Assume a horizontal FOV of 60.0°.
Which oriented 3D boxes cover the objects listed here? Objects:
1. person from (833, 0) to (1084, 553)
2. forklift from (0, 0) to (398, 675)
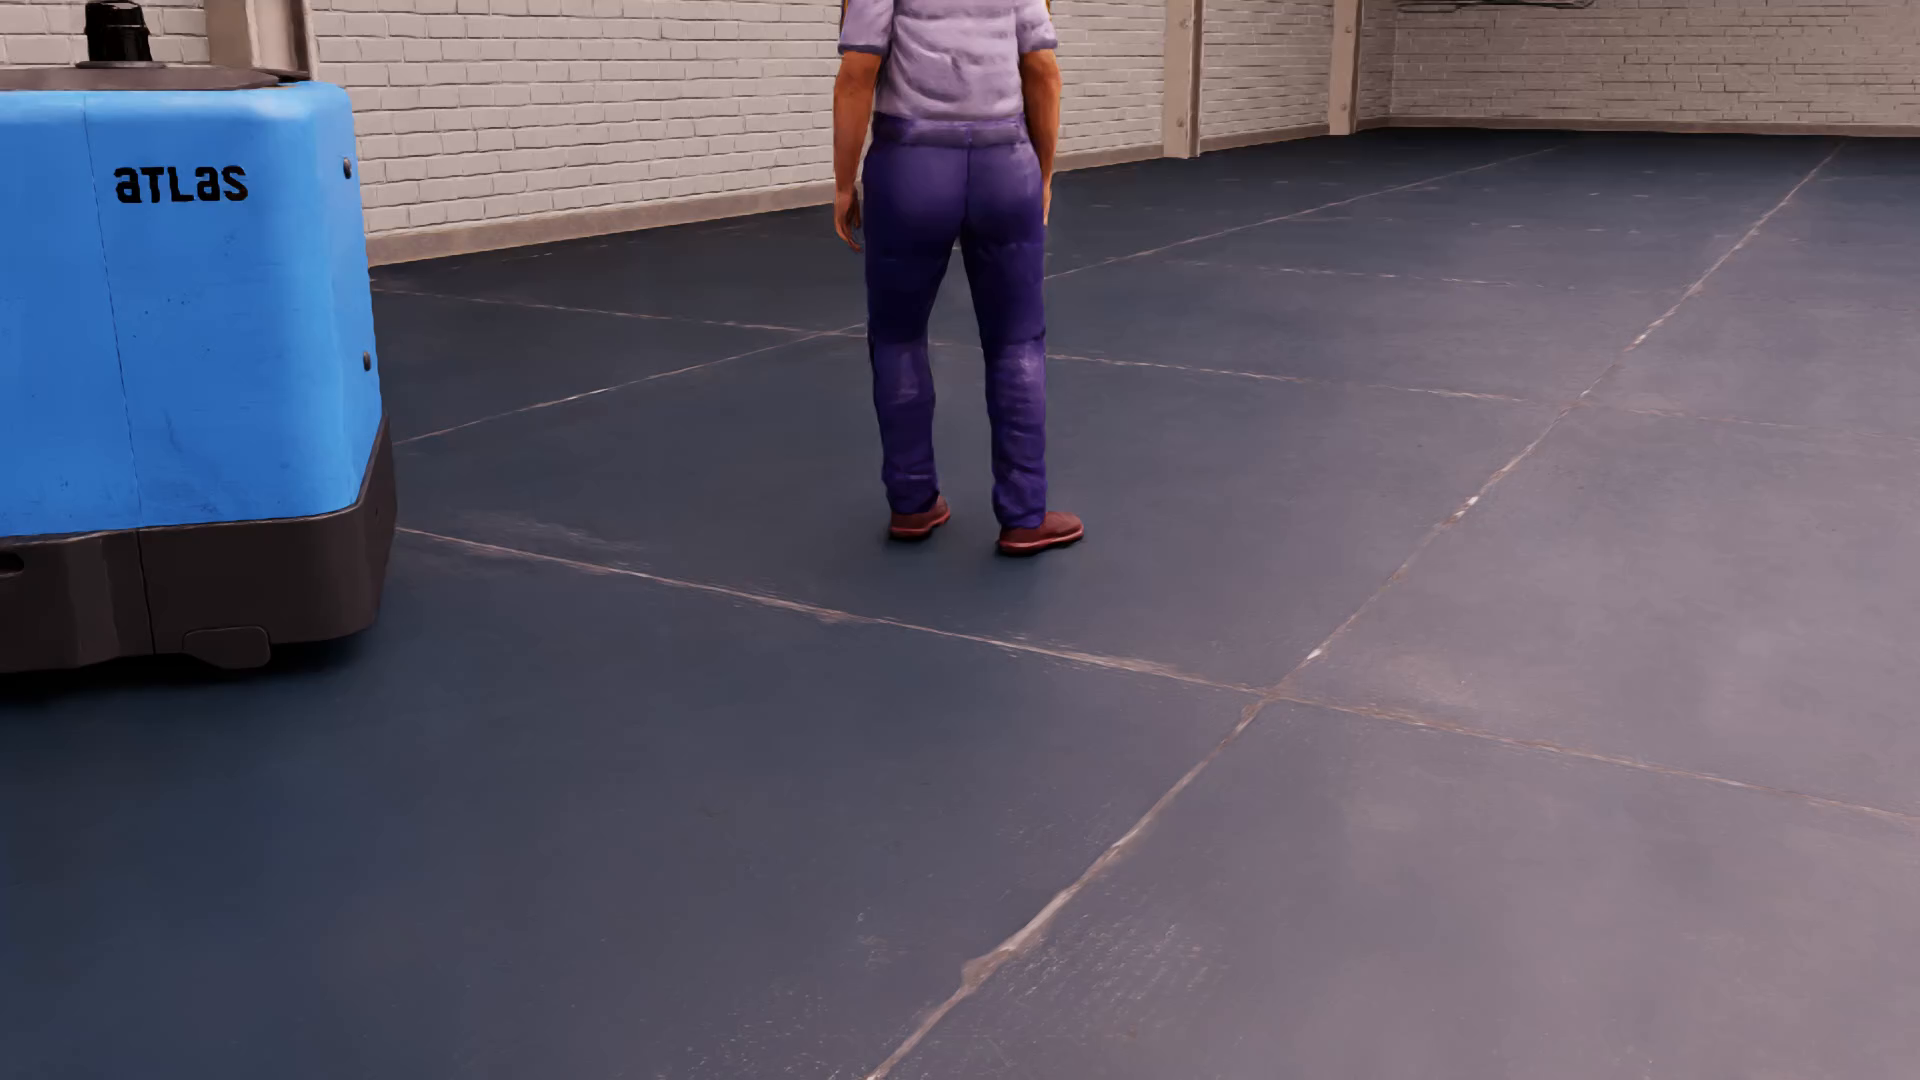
[{"bbox_3d":[-0.002,-0.803,3.853,0.597,1.649,0.467,-5,17,-15],"label":"person"},{"bbox_3d":[-2.717,-1.184,2.871,3.031,2.935,1.130,-4,17,-15],"label":"forklift"}]
